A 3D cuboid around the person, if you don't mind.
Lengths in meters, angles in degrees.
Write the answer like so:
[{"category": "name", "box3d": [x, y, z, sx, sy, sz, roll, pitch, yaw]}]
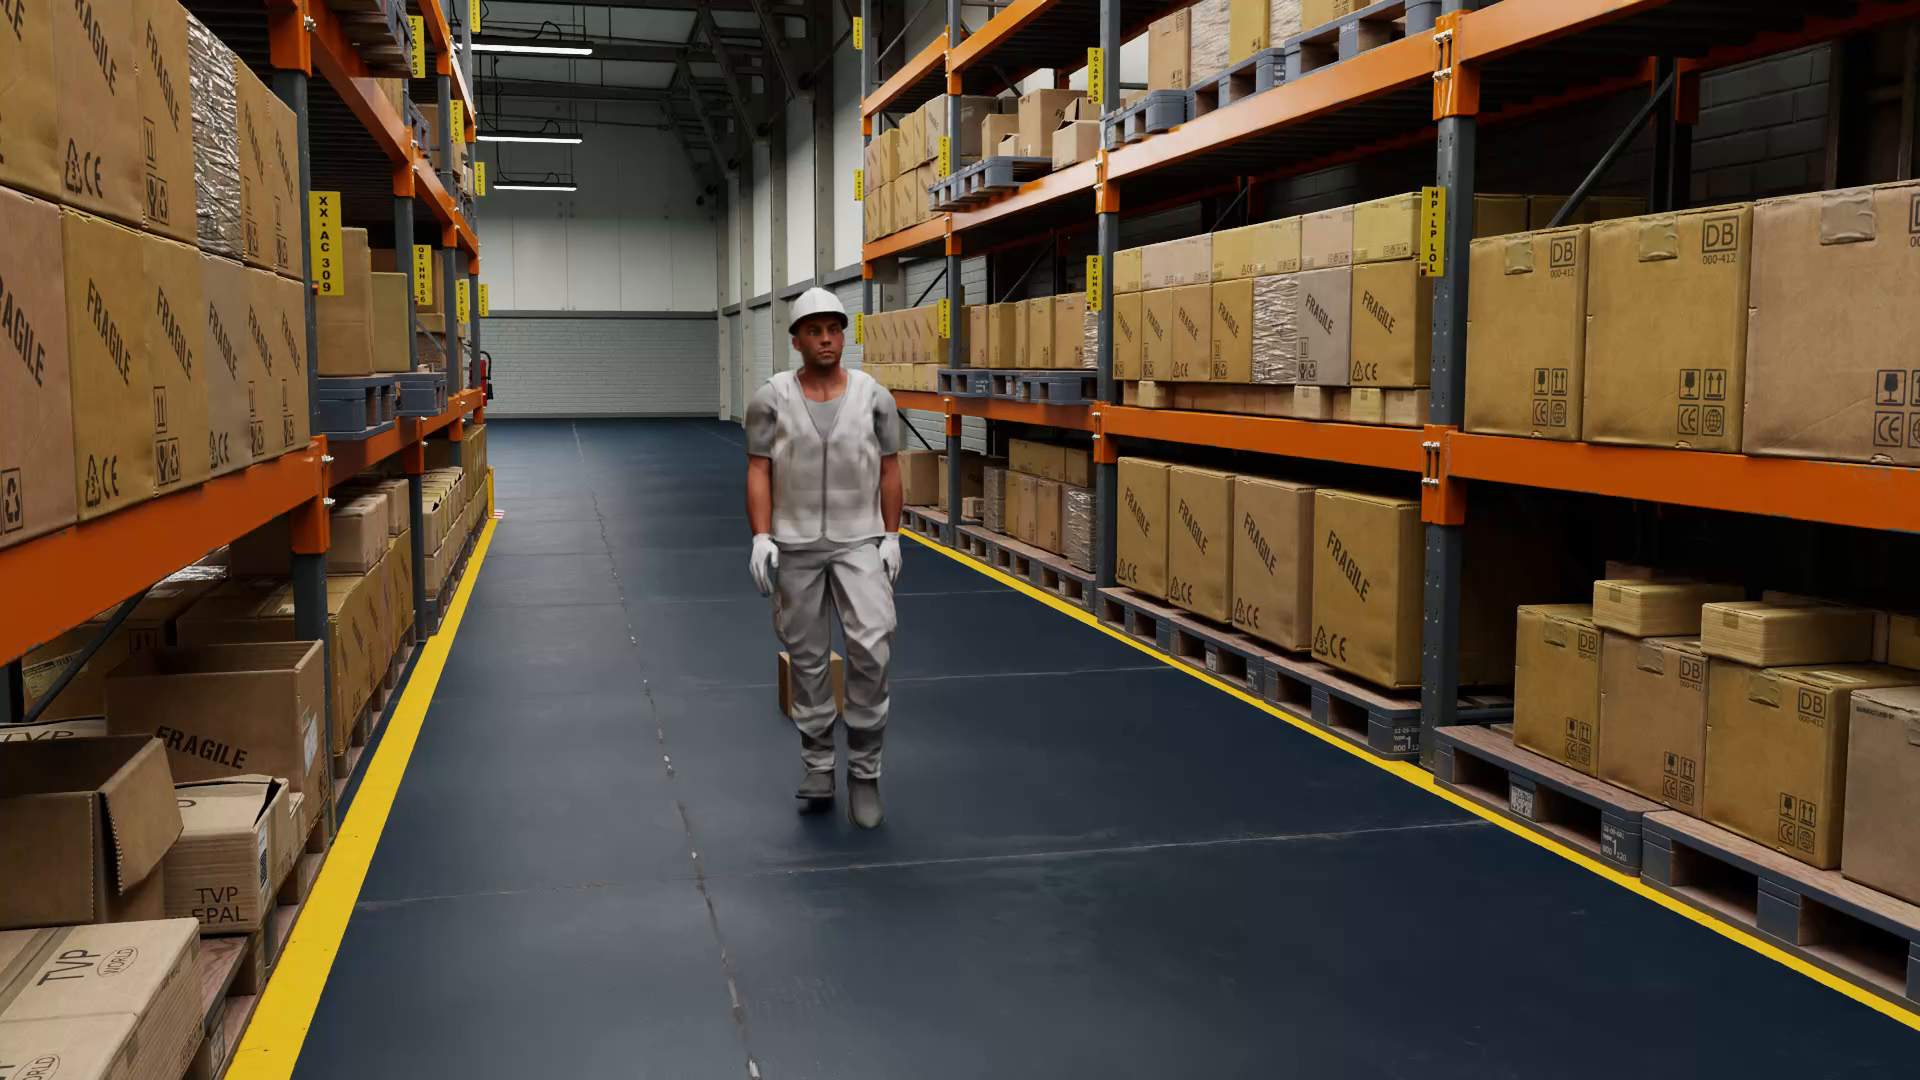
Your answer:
[{"category": "person", "box3d": [-0.460, 0.063, 5.690, 0.539, 1.837, 0.518, 0, 6, -4]}]
